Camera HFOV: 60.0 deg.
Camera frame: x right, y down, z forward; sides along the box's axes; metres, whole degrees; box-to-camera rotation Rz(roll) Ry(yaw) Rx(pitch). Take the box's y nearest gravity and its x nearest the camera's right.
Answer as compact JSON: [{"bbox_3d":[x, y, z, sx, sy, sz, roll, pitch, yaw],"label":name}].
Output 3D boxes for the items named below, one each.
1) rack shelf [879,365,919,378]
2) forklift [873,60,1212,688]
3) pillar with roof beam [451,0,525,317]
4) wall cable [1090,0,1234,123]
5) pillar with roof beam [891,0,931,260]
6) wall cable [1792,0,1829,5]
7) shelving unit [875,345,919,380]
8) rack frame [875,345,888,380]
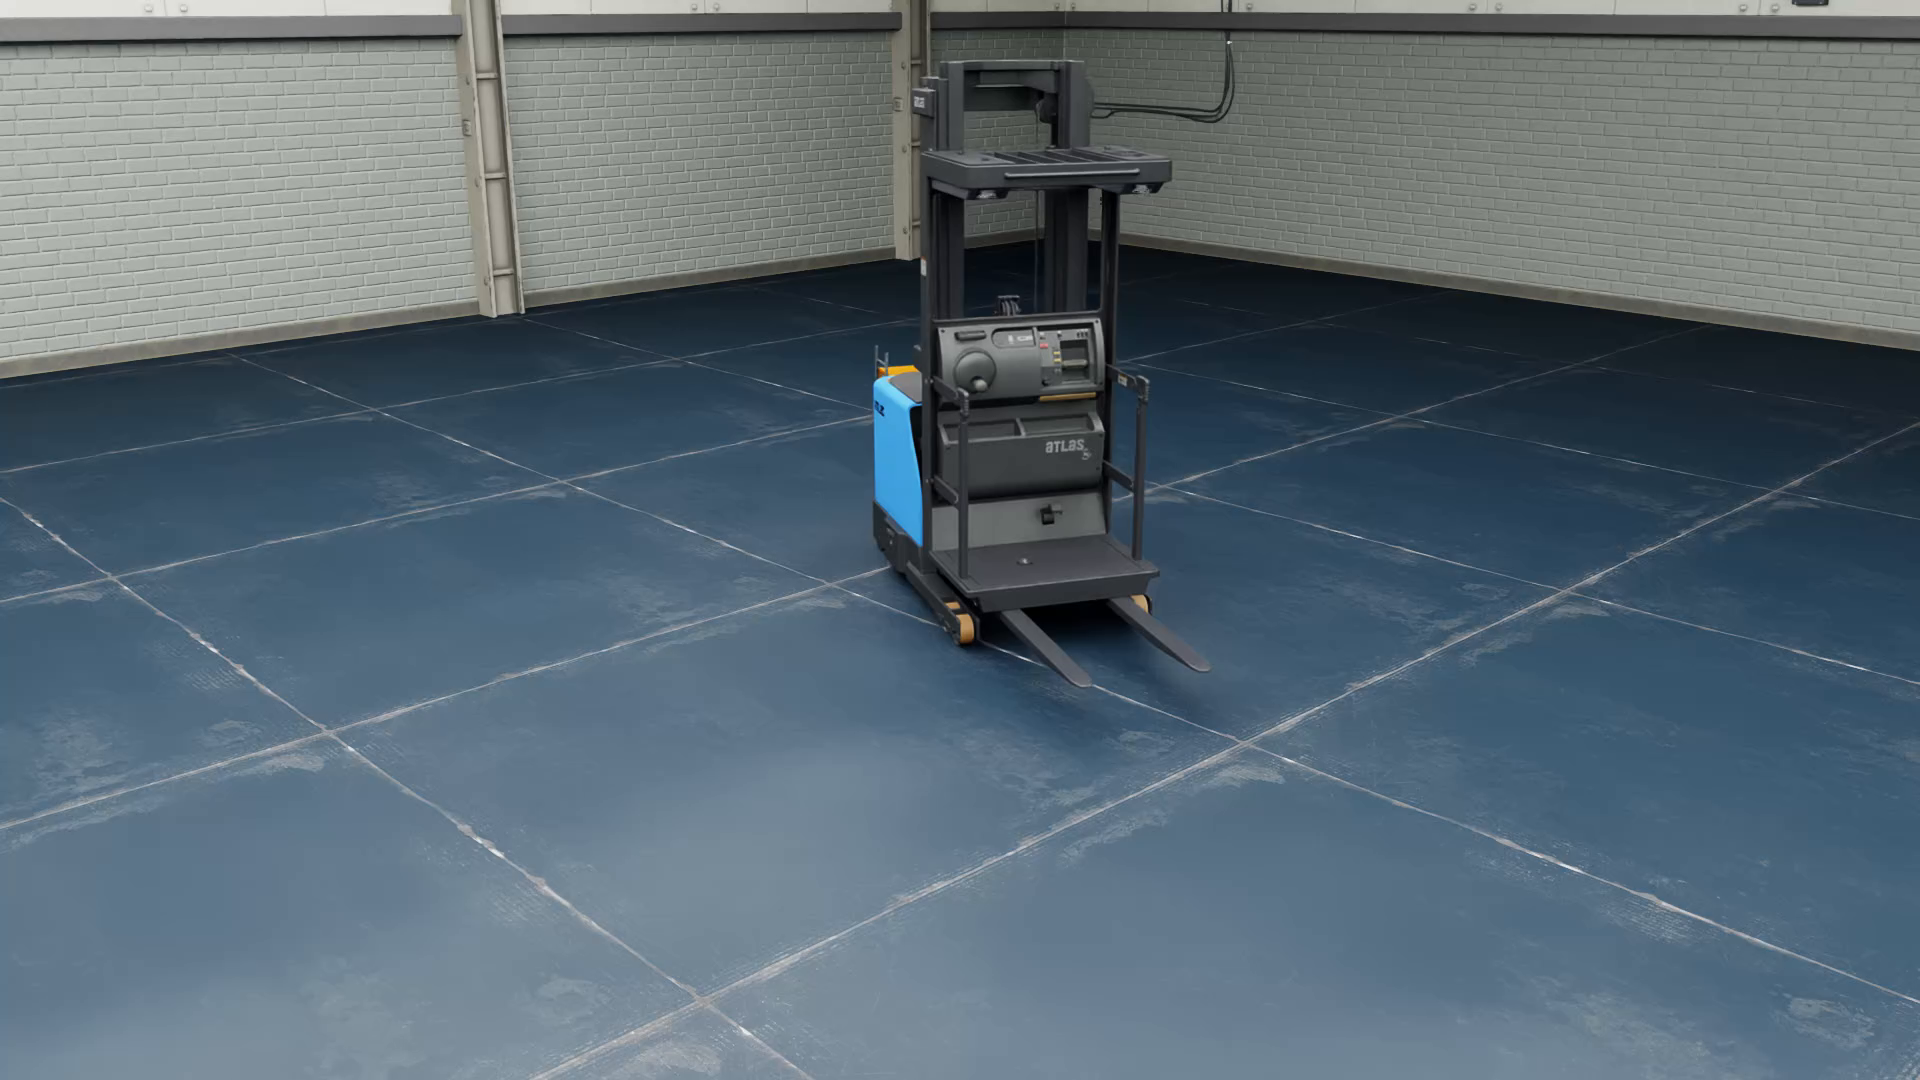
[{"bbox_3d":[-0.251,-1.001,10.354,0.480,0.148,0.258,-6,19,-18],"label":"rack shelf"},{"bbox_3d":[0.403,-0.979,8.752,1.130,2.935,3.031,-6,19,-17],"label":"forklift"},{"bbox_3d":[-2.024,-5.782,13.727,0.400,9.000,9.100,-16,24,-41],"label":"pillar with roof beam"},{"bbox_3d":[2.427,-6.869,22.114,0.112,2.526,3.097,-16,24,-41],"label":"wall cable"},{"bbox_3d":[2.336,-7.053,17.648,0.400,9.000,9.100,-16,24,-41],"label":"pillar with roof beam"},{"bbox_3d":[8.938,-7.833,14.539,0.169,6.003,2.305,-16,24,-41],"label":"wall cable"},{"bbox_3d":[-0.251,-0.628,10.475,0.503,1.200,0.258,-6,19,-18],"label":"shelving unit"},{"bbox_3d":[-0.483,-0.604,10.401,0.015,1.200,0.240,-6,19,-18],"label":"rack frame"}]
